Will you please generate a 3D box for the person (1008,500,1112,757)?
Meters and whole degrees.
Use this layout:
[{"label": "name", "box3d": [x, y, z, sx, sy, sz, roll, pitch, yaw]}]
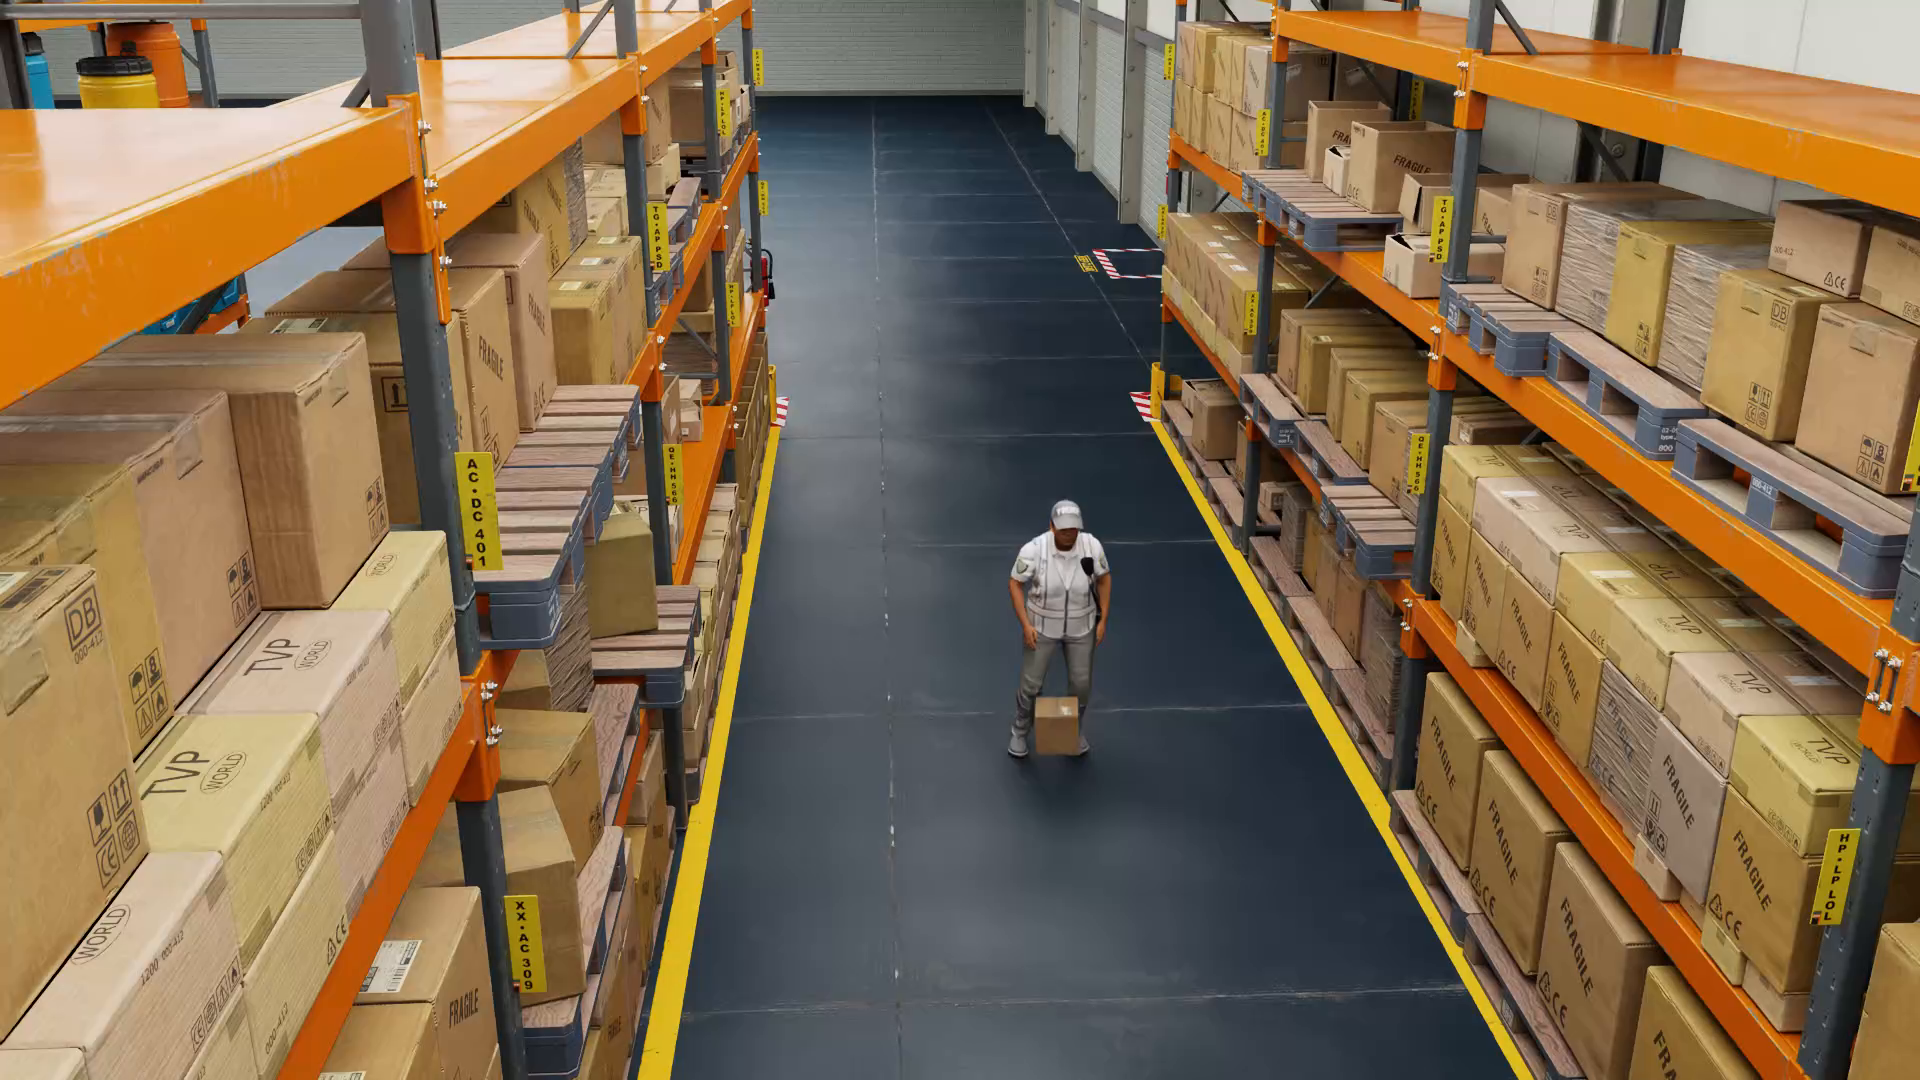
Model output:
[{"label": "person", "box3d": [0.584, 0.518, 9.722, 0.606, 1.635, 0.512, -2, 21, -4]}]
